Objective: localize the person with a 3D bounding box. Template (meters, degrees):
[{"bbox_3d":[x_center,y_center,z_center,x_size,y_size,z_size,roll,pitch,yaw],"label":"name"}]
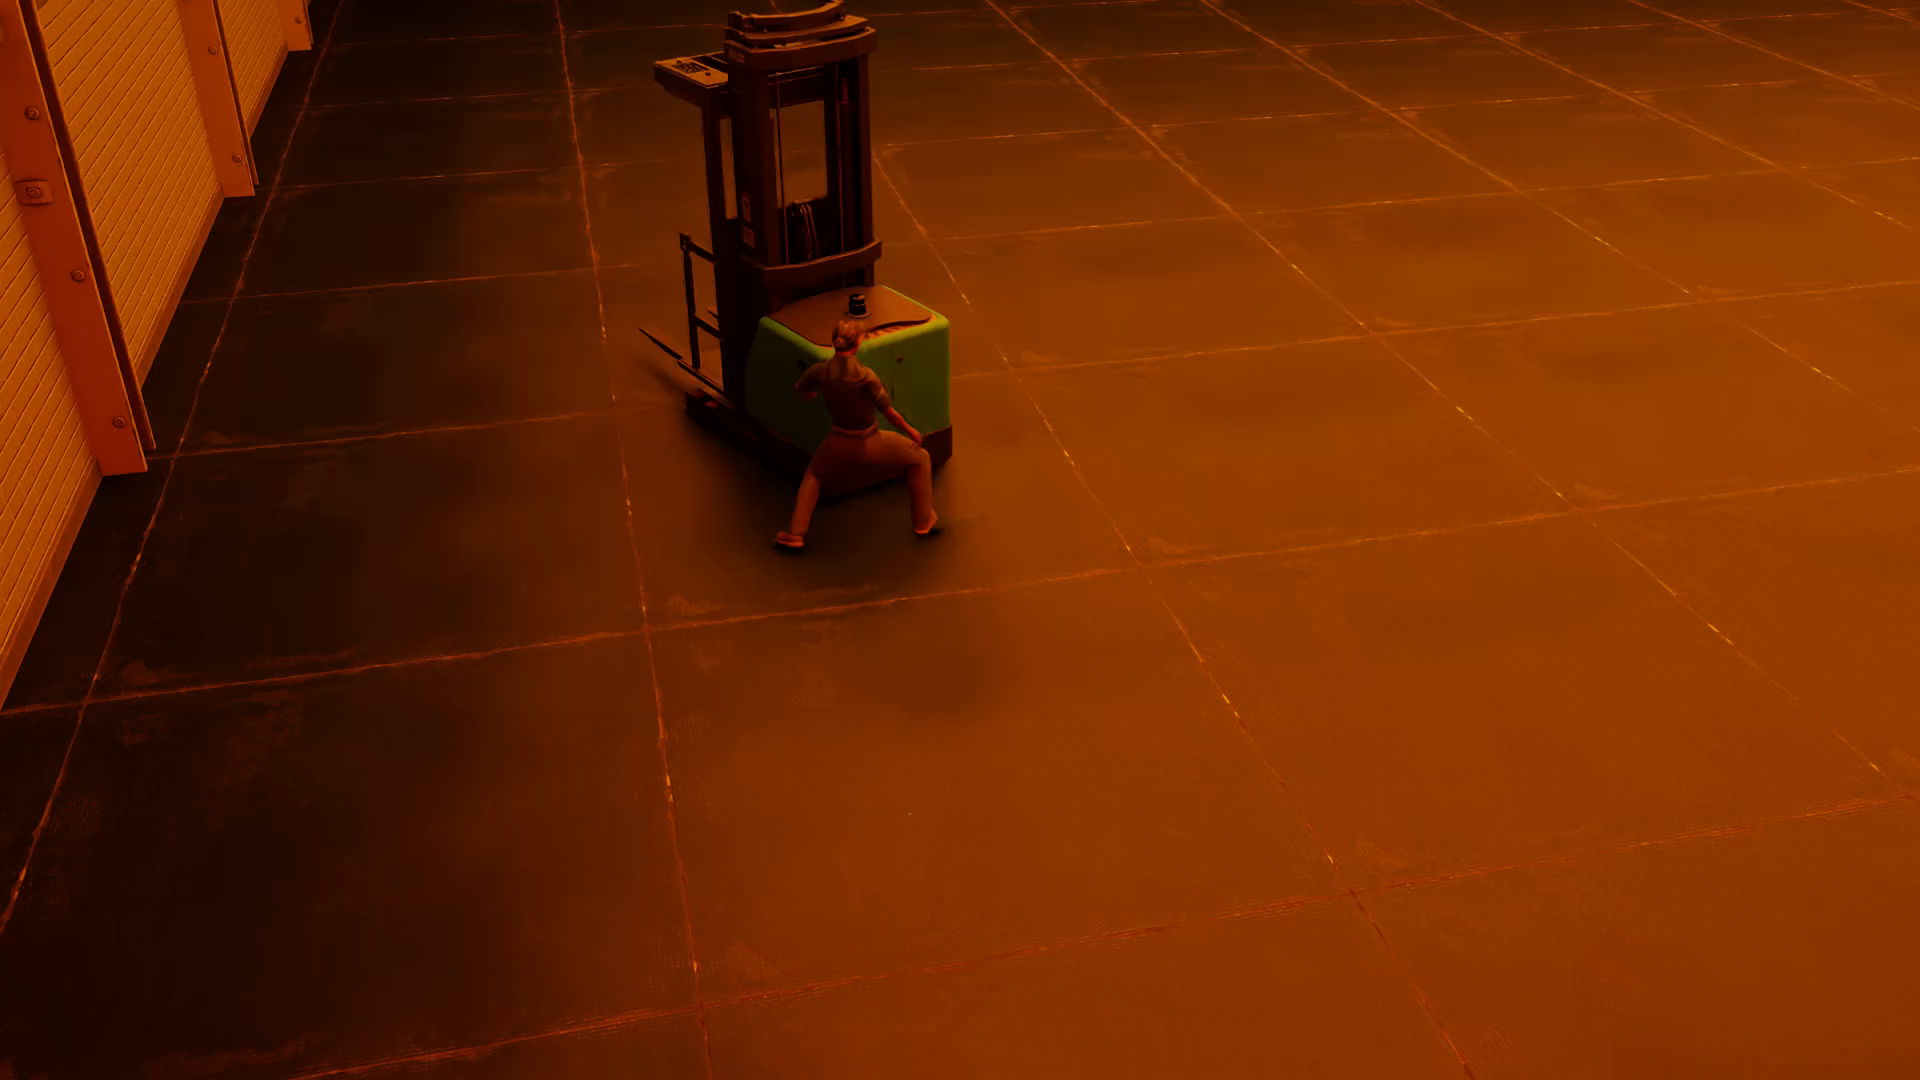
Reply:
[{"bbox_3d":[-0.669,-0.672,10.170,0.906,1.490,0.784,13,33,22],"label":"person"}]

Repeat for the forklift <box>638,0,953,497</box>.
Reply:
[{"bbox_3d":[-1.333,-2.233,11.431,1.130,2.935,3.031,-20,36,-31],"label":"forklift"}]
